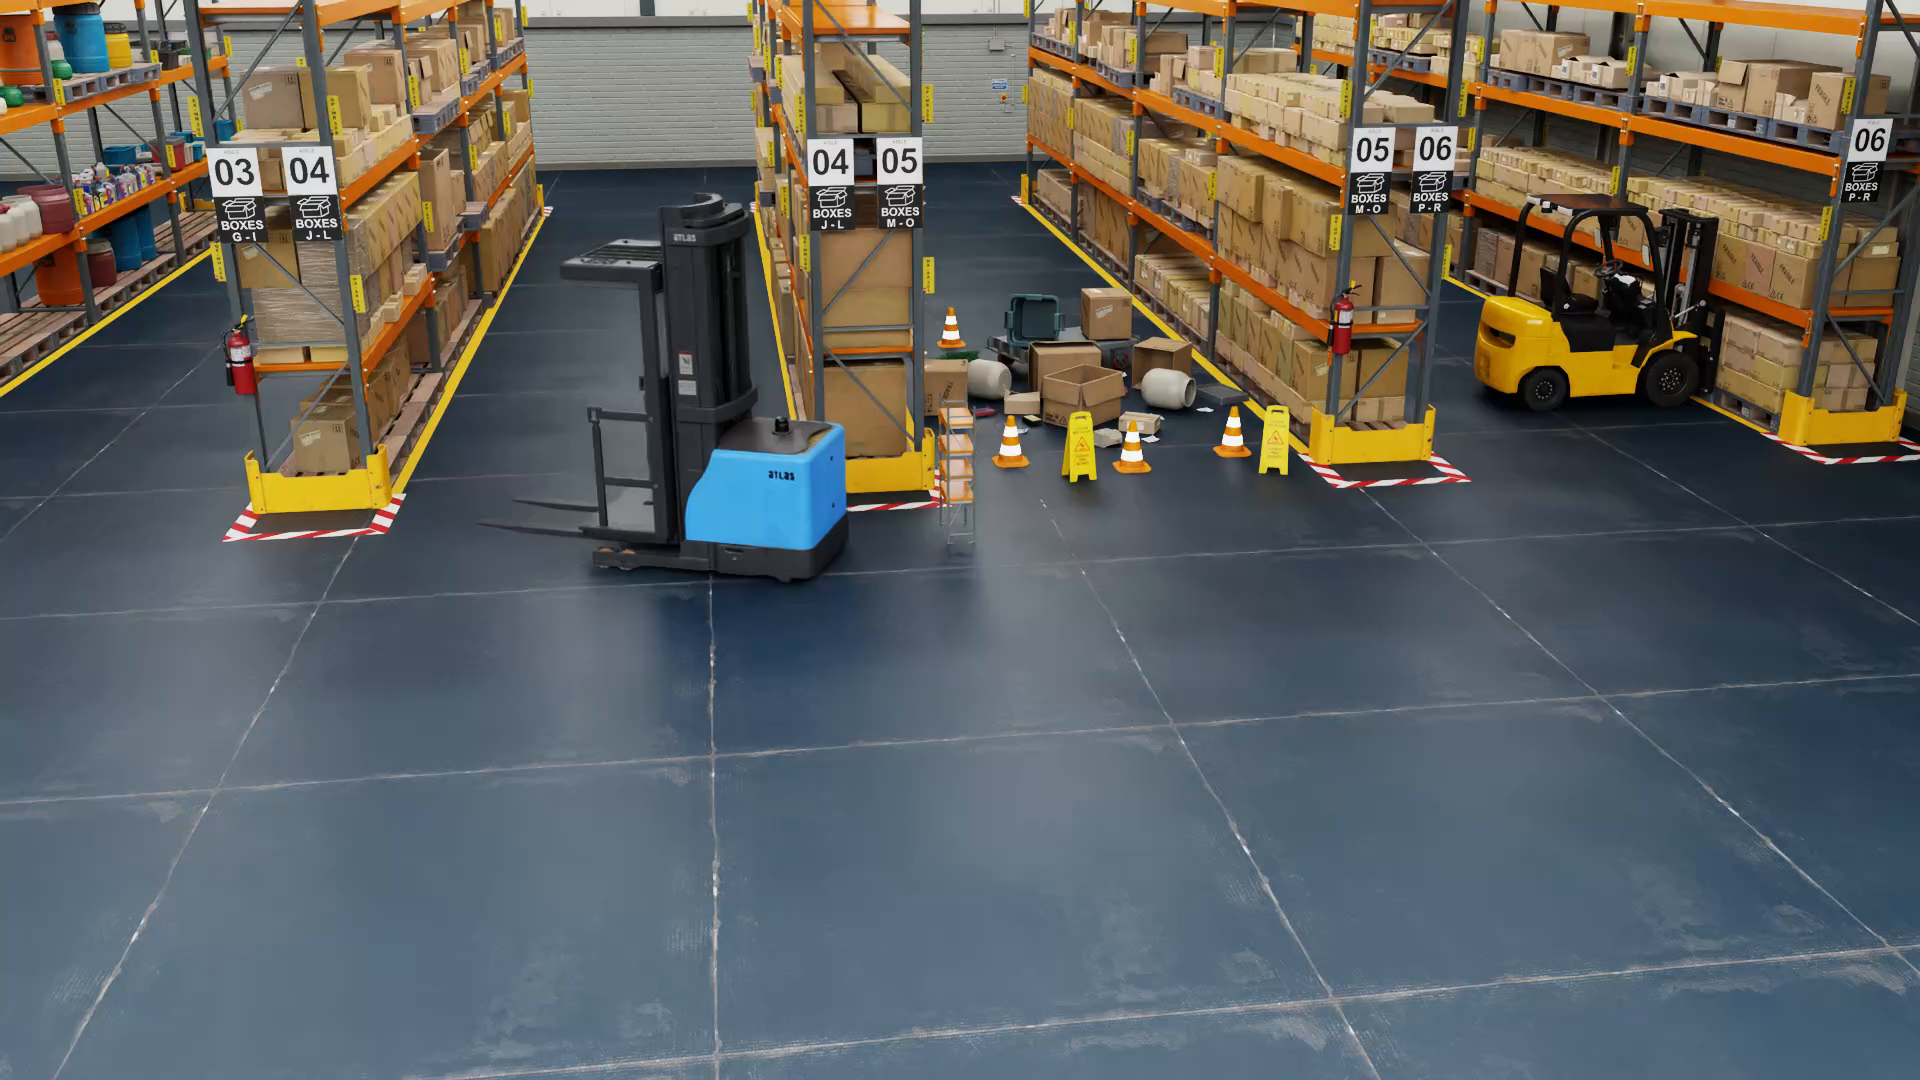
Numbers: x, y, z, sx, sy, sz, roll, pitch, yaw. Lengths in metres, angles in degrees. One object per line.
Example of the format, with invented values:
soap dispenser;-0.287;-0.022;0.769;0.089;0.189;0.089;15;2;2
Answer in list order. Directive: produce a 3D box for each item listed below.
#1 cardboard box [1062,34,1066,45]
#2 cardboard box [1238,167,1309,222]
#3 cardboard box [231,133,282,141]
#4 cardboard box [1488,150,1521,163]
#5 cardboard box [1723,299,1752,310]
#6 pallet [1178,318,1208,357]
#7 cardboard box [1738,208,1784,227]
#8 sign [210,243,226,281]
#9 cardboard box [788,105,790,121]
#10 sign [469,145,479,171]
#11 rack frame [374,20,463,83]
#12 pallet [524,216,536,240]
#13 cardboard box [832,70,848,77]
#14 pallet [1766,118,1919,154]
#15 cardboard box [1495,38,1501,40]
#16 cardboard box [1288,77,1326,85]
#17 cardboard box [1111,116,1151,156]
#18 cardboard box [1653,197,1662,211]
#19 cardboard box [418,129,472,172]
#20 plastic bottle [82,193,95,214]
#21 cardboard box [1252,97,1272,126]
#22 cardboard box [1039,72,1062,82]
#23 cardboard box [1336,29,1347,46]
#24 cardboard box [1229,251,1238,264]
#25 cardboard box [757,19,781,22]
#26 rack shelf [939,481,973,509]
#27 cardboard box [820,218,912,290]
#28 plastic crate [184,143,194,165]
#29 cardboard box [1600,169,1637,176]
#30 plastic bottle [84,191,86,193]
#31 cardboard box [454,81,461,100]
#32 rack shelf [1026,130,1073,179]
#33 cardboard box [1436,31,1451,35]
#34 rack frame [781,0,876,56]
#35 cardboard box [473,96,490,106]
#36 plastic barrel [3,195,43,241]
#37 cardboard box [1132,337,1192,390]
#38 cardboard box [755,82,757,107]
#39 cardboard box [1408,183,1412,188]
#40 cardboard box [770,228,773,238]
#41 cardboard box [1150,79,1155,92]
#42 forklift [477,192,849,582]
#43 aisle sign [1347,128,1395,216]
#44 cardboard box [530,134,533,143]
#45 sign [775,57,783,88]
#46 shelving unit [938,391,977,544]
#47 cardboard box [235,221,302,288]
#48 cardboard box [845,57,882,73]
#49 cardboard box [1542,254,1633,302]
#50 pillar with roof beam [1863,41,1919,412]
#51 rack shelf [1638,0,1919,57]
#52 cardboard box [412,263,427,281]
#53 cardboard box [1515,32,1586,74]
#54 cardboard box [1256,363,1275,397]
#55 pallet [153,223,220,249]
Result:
cardboard box;1.874;-8.179;27.157;0.380;0.149;0.250;-2;21;-6
cardboard box;3.421;-3.720;17.892;0.700;0.500;0.500;-3;21;-9
cardboard box;-6.174;-3.484;14.616;0.380;0.149;0.250;-4;21;-10
cardboard box;7.603;-5.352;23.187;0.380;0.149;0.250;-2;21;-7
cardboard box;8.876;-2.526;18.592;0.500;0.250;0.500;-3;21;-9
pallet;3.360;-2.545;20.729;1.003;0.211;1.213;-3;21;-8
cardboard box;8.461;-3.400;17.536;0.380;0.149;0.250;-2;21;-6
sign;-6.308;-2.367;14.159;0.100;0.325;0.005;-3;21;-8
cardboard box;-1.545;-4.333;16.859;0.380;0.149;0.250;-3;21;-9
sign;-6.373;-5.003;21.782;0.100;0.325;0.005;-3;21;-8
rack frame;-6.909;-7.277;20.839;1.000;3.000;0.127;-3;21;-8
pallet;-7.697;-5.236;27.934;1.003;0.211;1.213;-3;21;-8
cardboard box;-1.085;-4.858;17.694;0.500;0.250;0.500;-3;21;-8
pallet;8.886;-4.058;16.634;1.003;0.211;1.213;-3;21;-8
cardboard box;7.985;-7.195;24.126;0.380;0.149;0.250;-3;21;-8
cardboard box;3.798;-4.963;18.150;0.380;0.149;0.250;-2;21;-6
cardboard box;2.482;-5.825;23.953;0.500;0.500;0.500;-3;21;-7
cardboard box;8.275;-3.882;19.253;0.380;0.149;0.250;-3;21;-8
cardboard box;-6.998;-5.238;22.376;0.797;0.503;0.637;-2;21;-6
plastic bottle;-11.619;-4.485;22.116;0.152;0.276;0.135;-3;21;-8
cardboard box;3.410;-4.538;17.581;0.500;0.250;0.500;-3;21;-7
cardboard box;1.610;-8.146;29.240;0.380;0.149;0.250;-4;21;-10
cardboard box;6.767;-8.589;28.429;0.500;0.250;0.500;-2;21;-7
cardboard box;3.290;-3.254;19.001;0.380;0.149;0.250;-2;21;-6
cardboard box;-3.090;-8.364;26.966;0.380;0.149;0.250;-3;21;-8
rack shelf;-0.024;-0.370;14.253;0.258;0.148;0.480;-3;21;-8
cardboard box;-0.848;-2.619;15.183;0.875;0.550;0.550;-3;21;-8
plastic crate;-12.425;-6.113;26.379;0.437;0.282;0.530;-3;21;-8
cardboard box;8.457;-4.674;21.372;0.380;0.149;0.250;-3;21;-8
plastic bottle;-11.669;-4.522;22.219;0.097;0.271;0.097;0;20;0
cardboard box;-6.598;-5.650;20.983;0.500;0.250;0.500;-3;21;-8
rack shelf;2.033;-6.707;28.915;1.077;0.370;4.000;-3;21;-8
cardboard box;7.526;-7.726;25.518;0.380;0.149;0.250;-3;21;-7
rack frame;-1.410;-6.108;17.707;1.000;3.000;0.127;-3;21;-8
cardboard box;-8.107;-7.125;27.724;0.500;0.500;0.500;-3;21;-9
plastic barrel;-11.451;-3.924;20.276;0.421;0.512;0.421;0;20;0
cardboard box;2.282;-1.972;18.779;0.500;0.500;0.500;12;24;29
cardboard box;-3.206;-7.582;28.233;0.500;0.500;0.500;-3;21;-9
cardboard box;7.571;-5.820;27.557;0.380;0.149;0.250;-4;21;-10
cardboard box;-2.503;-4.285;24.374;0.500;0.500;0.500;-4;21;-10
cardboard box;2.775;-6.137;22.431;0.380;0.149;0.250;-3;21;-8
forklift;-2.513;-1.296;13.497;3.031;2.935;1.130;5;21;13
aisle sign;3.773;-3.379;15.260;0.394;0.787;0.004;-3;21;-8
cardboard box;-7.685;-7.012;29.063;0.380;0.149;0.250;-3;21;-7
sign;-1.945;-5.061;18.004;0.100;0.325;0.005;-3;21;-8
shelving unit;-0.024;-0.619;14.160;0.258;1.200;0.503;-3;21;-8
cardboard box;-6.080;-2.530;14.705;0.500;0.500;0.500;-3;21;-8
cardboard box;-1.005;-5.004;17.515;0.380;0.149;0.250;-3;21;-8
cardboard box;8.195;-3.367;21.738;0.875;0.625;0.625;-3;21;-8
pillar with roof beam;5.494;-5.328;15.621;9.100;9.000;0.400;-3;21;-8
rack shelf;8.674;-5.427;17.485;1.077;0.370;4.000;-3;21;-8
cardboard box;-6.010;-2.905;18.065;0.380;0.149;0.250;-3;21;-8
cardboard box;7.844;-6.481;22.109;0.700;0.500;0.500;-3;21;-9
cardboard box;3.520;-1.733;17.897;0.500;0.250;0.500;-4;21;-10
pallet;-12.710;-4.972;27.226;1.003;0.211;1.213;-3;21;-8
